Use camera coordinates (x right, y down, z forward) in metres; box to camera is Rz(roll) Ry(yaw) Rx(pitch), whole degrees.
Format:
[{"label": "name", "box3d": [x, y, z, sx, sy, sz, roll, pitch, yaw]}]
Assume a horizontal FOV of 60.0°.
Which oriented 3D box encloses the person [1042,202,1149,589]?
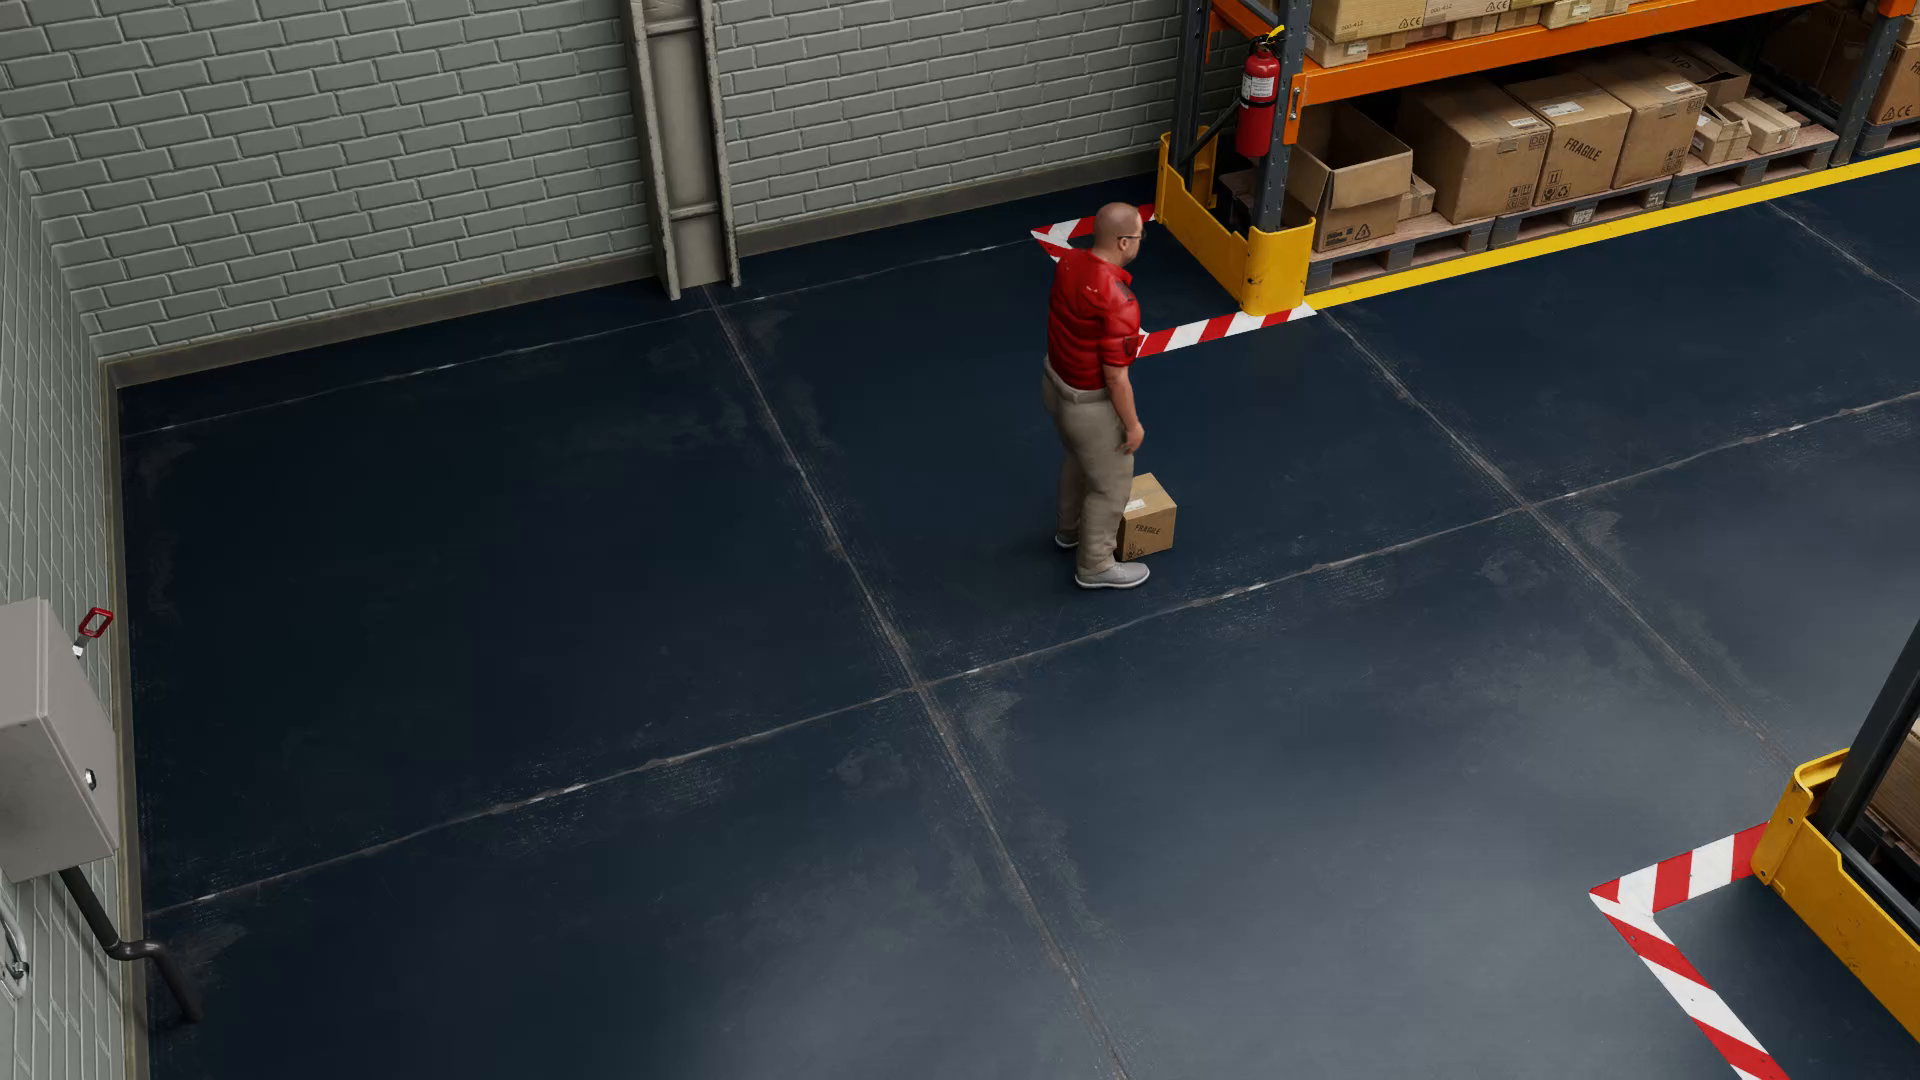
[{"label": "person", "box3d": [0.571, -0.597, 6.844, 0.425, 1.727, 0.596, -16, 44, -18]}]
